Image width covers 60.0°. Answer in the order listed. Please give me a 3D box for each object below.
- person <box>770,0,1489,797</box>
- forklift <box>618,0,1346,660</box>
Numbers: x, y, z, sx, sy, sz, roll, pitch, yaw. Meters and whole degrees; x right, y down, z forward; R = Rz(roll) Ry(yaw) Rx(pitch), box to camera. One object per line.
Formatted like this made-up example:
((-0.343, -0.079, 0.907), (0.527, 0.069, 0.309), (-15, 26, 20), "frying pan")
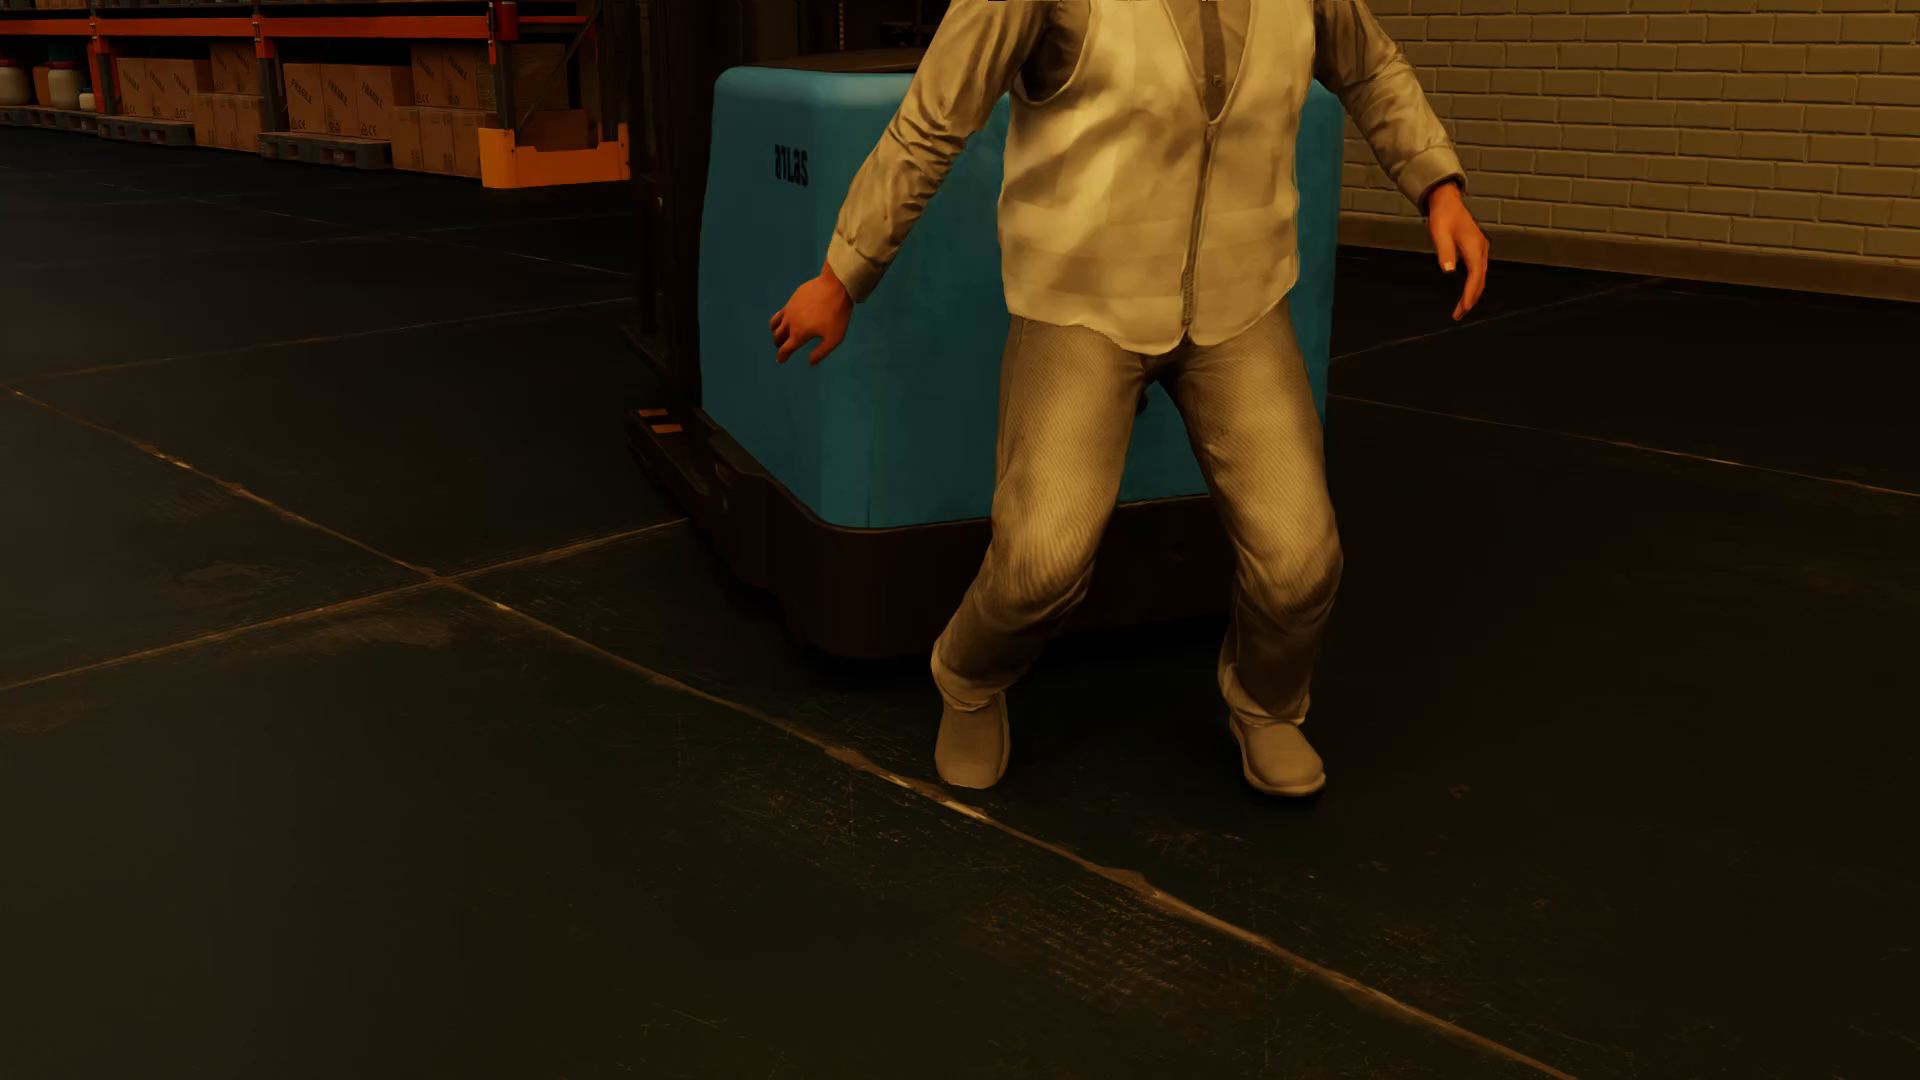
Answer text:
((0.226, -0.330, 2.363), (0.960, 1.648, 0.511), (-4, 18, -13), "person")
((-0.274, -1.580, 4.045), (1.130, 2.935, 3.031), (-6, 18, -20), "forklift")
